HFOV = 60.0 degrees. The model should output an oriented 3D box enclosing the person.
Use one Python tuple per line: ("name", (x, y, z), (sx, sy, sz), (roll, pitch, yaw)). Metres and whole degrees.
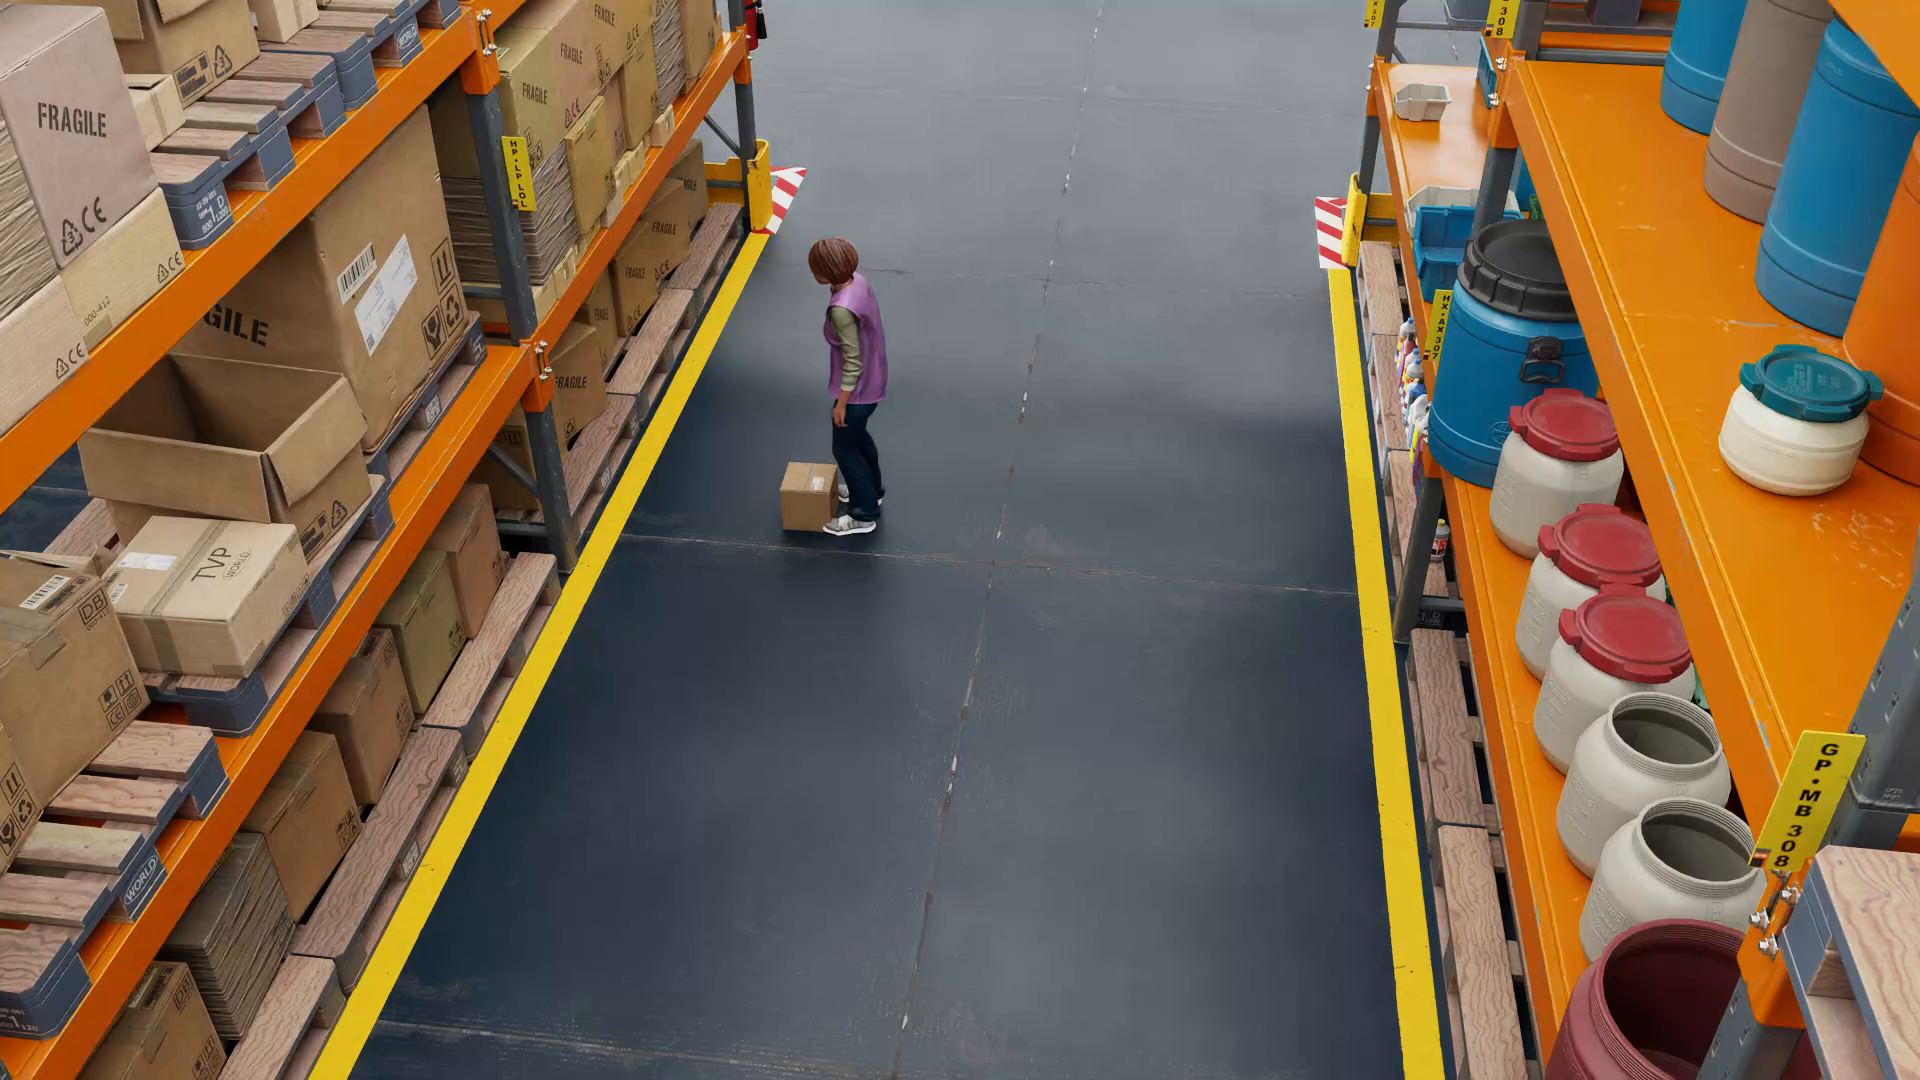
("person", (-0.520, -0.724, 8.055), (0.342, 1.551, 0.485), (3, 37, 3))
